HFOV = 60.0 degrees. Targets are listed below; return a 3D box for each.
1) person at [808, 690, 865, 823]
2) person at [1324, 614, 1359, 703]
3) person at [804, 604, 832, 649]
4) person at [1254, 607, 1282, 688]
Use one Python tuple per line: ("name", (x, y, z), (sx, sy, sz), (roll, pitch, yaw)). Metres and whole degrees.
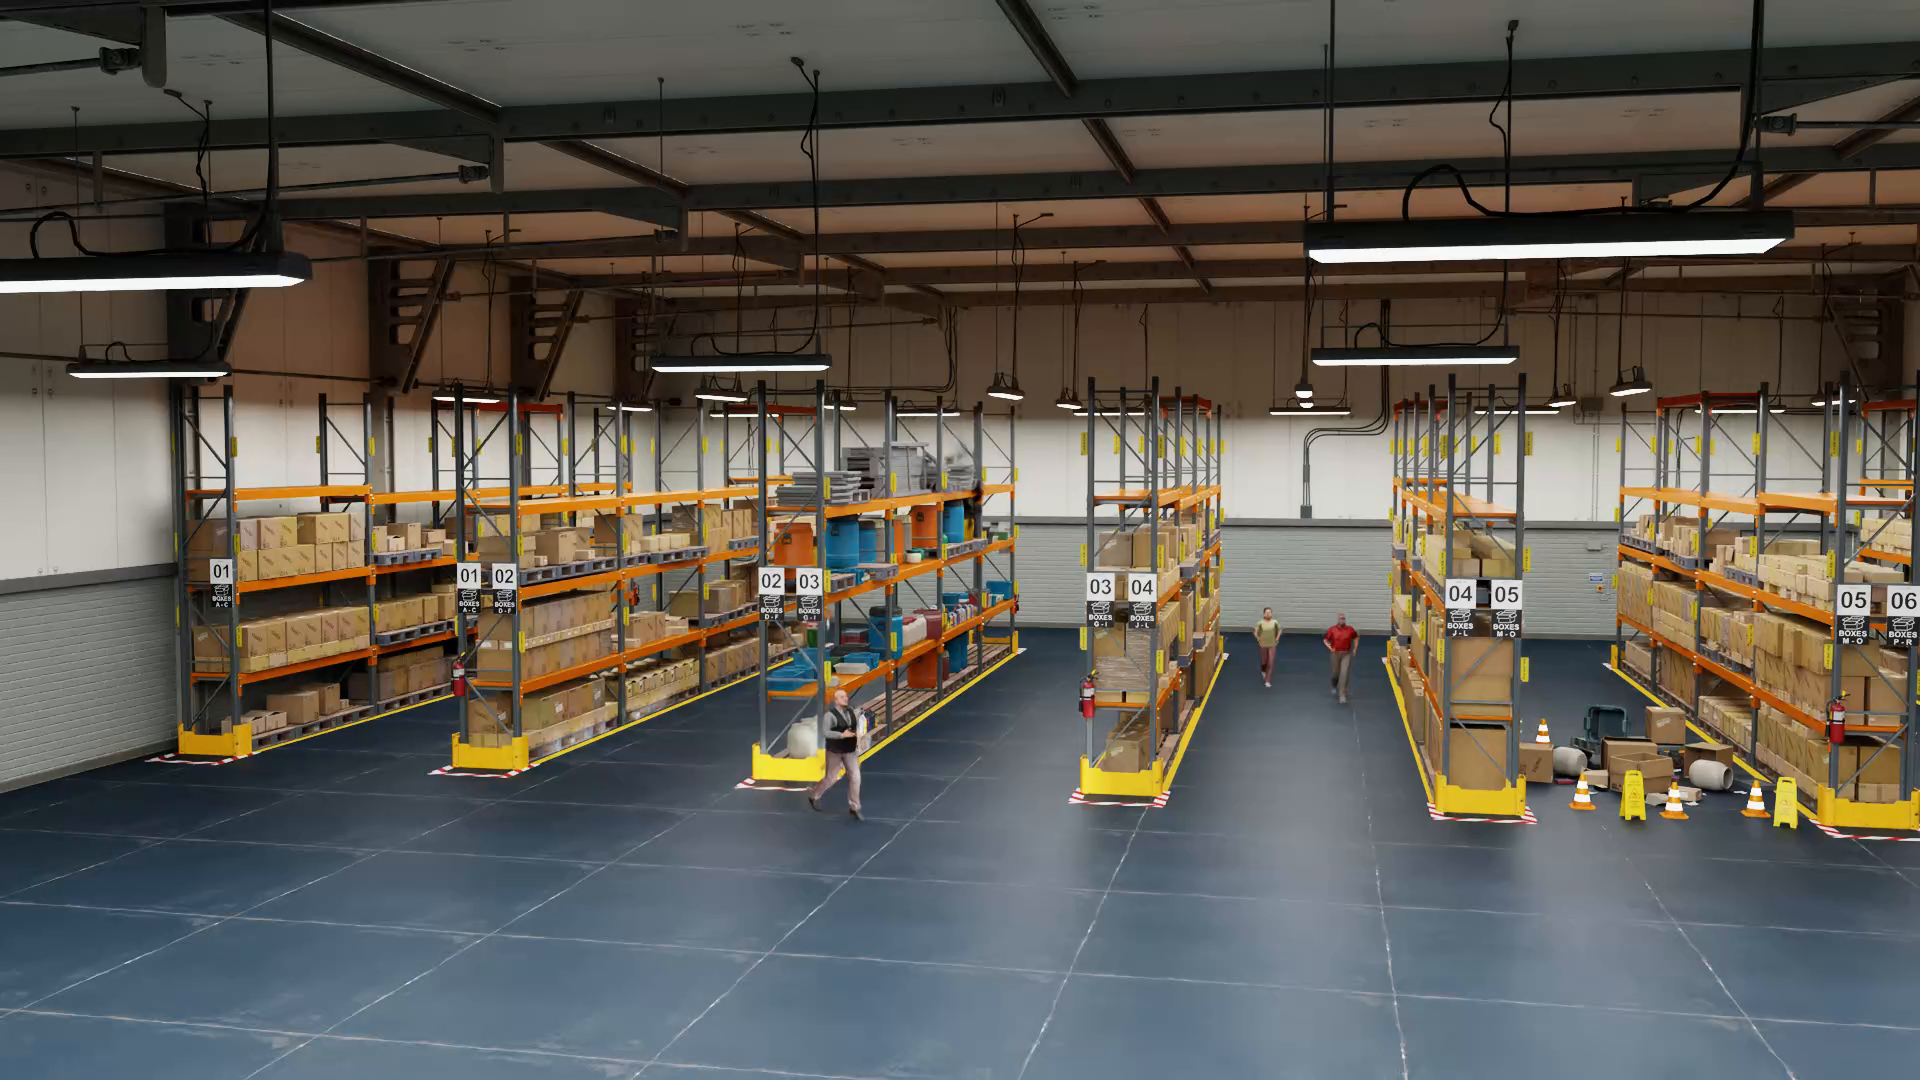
("person", (-1.637, 2.885, 22.427), (0.664, 1.760, 0.939), (-3, 4, -41))
("person", (7.538, 2.316, 32.874), (0.689, 1.731, 0.794), (1, 3, 10))
("person", (-3.052, 1.903, 34.749), (0.631, 1.846, 0.684), (0, 3, 4))
("person", (6.470, 2.243, 34.940), (0.579, 1.642, 0.791), (0, 3, 8))
